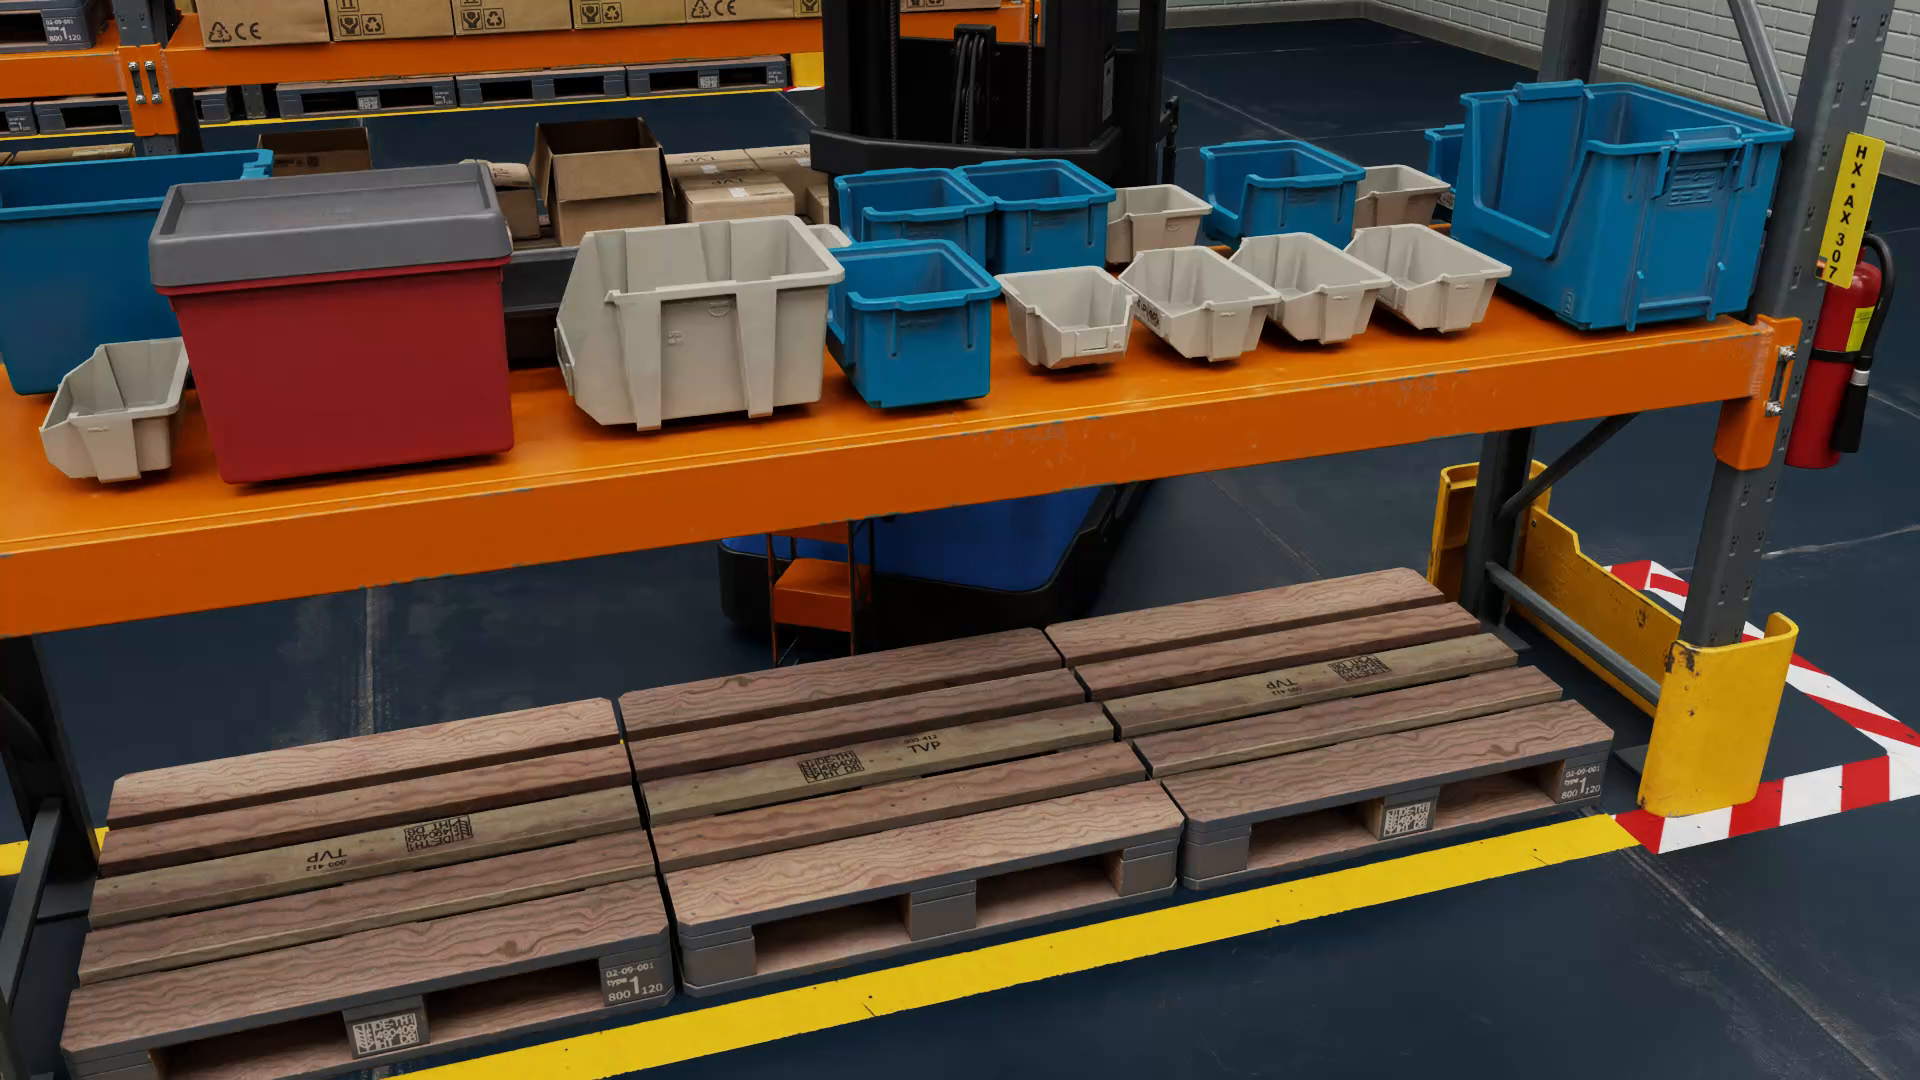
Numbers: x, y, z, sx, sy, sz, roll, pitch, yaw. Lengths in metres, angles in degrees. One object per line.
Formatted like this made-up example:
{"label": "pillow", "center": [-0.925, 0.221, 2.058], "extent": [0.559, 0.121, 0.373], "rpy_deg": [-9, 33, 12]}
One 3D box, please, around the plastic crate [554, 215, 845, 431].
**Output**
{"label": "plastic crate", "center": [-0.531, -0.434, 3.317], "extent": [0.530, 0.282, 0.437], "rpy_deg": [-8, 28, -16]}

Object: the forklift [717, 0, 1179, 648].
{"label": "forklift", "center": [0.189, -1.580, 5.637], "extent": [1.130, 2.935, 3.031], "rpy_deg": [8, 27, 16]}

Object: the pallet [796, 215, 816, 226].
{"label": "pallet", "center": [-0.597, -1.604, 8.743], "extent": [1.213, 0.211, 1.003], "rpy_deg": [-8, 28, -16]}

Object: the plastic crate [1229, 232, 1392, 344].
{"label": "plastic crate", "center": [0.764, -0.565, 3.743], "extent": [0.243, 0.136, 0.396], "rpy_deg": [-8, 28, -16]}

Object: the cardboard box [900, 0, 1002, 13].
{"label": "cardboard box", "center": [-0.109, -2.841, 7.988], "extent": [0.500, 0.500, 0.500], "rpy_deg": [-7, 27, -15]}

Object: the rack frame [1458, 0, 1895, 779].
{"label": "rack frame", "center": [1.763, -0.879, 4.147], "extent": [0.127, 3.000, 1.000], "rpy_deg": [-8, 28, -16]}

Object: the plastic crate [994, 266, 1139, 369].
{"label": "plastic crate", "center": [0.231, -0.467, 3.547], "extent": [0.250, 0.136, 0.298], "rpy_deg": [-8, 28, -16]}

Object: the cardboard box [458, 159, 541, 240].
{"label": "cardboard box", "center": [-2.403, -1.717, 8.364], "extent": [0.500, 0.311, 0.500], "rpy_deg": [-8, 28, -16]}

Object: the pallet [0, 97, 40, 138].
{"label": "pallet", "center": [-6.980, -2.960, 11.475], "extent": [1.213, 0.211, 1.003], "rpy_deg": [-8, 28, -16]}

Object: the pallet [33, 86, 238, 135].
{"label": "pallet", "center": [-5.818, -3.130, 11.816], "extent": [1.213, 0.211, 1.003], "rpy_deg": [-8, 28, -16]}

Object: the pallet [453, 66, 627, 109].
{"label": "pallet", "center": [-3.199, -3.509, 12.581], "extent": [1.213, 0.211, 1.003], "rpy_deg": [-8, 28, -16]}

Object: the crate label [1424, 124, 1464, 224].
{"label": "crate label", "center": [1.427, -0.936, 4.382], "extent": [0.303, 0.233, 0.416], "rpy_deg": [-8, 28, -16]}

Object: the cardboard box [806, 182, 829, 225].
{"label": "cardboard box", "center": [-0.621, -1.705, 8.502], "extent": [0.250, 0.166, 0.380], "rpy_deg": [-8, 28, -16]}

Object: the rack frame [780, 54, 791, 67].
{"label": "rack frame", "center": [-1.305, -5.067, 12.584], "extent": [0.127, 3.000, 1.000], "rpy_deg": [-8, 28, -16]}

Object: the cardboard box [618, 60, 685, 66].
{"label": "cardboard box", "center": [-2.415, -3.928, 12.628], "extent": [0.500, 0.500, 0.700], "rpy_deg": [-8, 28, -16]}

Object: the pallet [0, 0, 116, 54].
{"label": "pallet", "center": [-4.364, -2.273, 7.171], "extent": [1.213, 0.211, 1.003], "rpy_deg": [-8, 28, -16]}

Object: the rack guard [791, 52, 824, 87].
{"label": "rack guard", "center": [-1.282, -3.951, 13.146], "extent": [0.348, 0.500, 1.175], "rpy_deg": [-8, 28, -16]}

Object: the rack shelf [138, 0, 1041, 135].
{"label": "rack shelf", "center": [-1.669, -2.376, 7.971], "extent": [4.000, 0.370, 1.077], "rpy_deg": [-8, 28, -16]}

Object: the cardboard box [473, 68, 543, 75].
{"label": "cardboard box", "center": [-3.398, -3.782, 12.334], "extent": [0.500, 0.500, 0.700], "rpy_deg": [-8, 27, -15]}

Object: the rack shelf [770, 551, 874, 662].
{"label": "rack shelf", "center": [-0.393, 0.205, 4.806], "extent": [0.240, 0.259, 0.215], "rpy_deg": [7, 27, 14]}

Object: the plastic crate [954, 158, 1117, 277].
{"label": "plastic crate", "center": [0.175, -0.754, 4.017], "extent": [0.300, 0.233, 0.416], "rpy_deg": [-8, 28, -16]}

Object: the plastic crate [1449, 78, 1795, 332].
{"label": "plastic crate", "center": [1.503, -0.796, 3.873], "extent": [0.499, 0.435, 0.616], "rpy_deg": [-8, 28, -16]}

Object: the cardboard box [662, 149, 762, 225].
{"label": "cardboard box", "center": [-1.323, -1.846, 8.693], "extent": [0.500, 0.250, 0.500], "rpy_deg": [-8, 28, -16]}

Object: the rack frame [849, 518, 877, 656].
{"label": "rack frame", "center": [-0.275, -0.040, 4.649], "extent": [0.008, 1.050, 0.200], "rpy_deg": [7, 27, 14]}

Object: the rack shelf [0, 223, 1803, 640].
{"label": "rack shelf", "center": [-0.138, -0.281, 3.752], "extent": [4.000, 0.370, 1.077], "rpy_deg": [-8, 28, -16]}

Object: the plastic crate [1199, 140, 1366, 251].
{"label": "plastic crate", "center": [0.801, -0.845, 4.200], "extent": [0.300, 0.233, 0.416], "rpy_deg": [-8, 28, -16]}

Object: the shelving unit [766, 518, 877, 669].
{"label": "shelving unit", "center": [-0.393, -0.054, 4.678], "extent": [0.252, 1.050, 0.215], "rpy_deg": [7, 27, 14]}

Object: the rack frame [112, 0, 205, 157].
{"label": "rack frame", "center": [-3.570, -2.423, 7.257], "extent": [0.127, 3.000, 1.000], "rpy_deg": [-8, 28, -16]}

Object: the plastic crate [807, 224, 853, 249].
{"label": "plastic crate", "center": [-0.477, -0.603, 3.821], "extent": [0.466, 0.136, 0.293], "rpy_deg": [-8, 28, -16]}

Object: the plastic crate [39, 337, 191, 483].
{"label": "plastic crate", "center": [-1.553, -0.240, 3.090], "extent": [0.243, 0.136, 0.396], "rpy_deg": [-8, 28, -16]}

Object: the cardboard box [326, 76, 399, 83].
{"label": "cardboard box", "center": [-4.365, -3.645, 12.057], "extent": [0.500, 0.500, 0.700], "rpy_deg": [-8, 27, -15]}

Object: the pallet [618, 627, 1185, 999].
{"label": "pallet", "center": [-0.191, 0.634, 4.236], "extent": [1.213, 0.211, 1.003], "rpy_deg": [-8, 28, -16]}

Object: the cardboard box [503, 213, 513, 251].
{"label": "cardboard box", "center": [-2.285, -1.440, 7.969], "extent": [0.250, 0.166, 0.380], "rpy_deg": [-8, 28, -16]}

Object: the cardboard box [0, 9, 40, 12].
{"label": "cardboard box", "center": [-6.530, -3.474, 11.319], "extent": [0.750, 0.750, 0.750], "rpy_deg": [-7, 27, -15]}

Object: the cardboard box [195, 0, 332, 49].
{"label": "cardboard box", "center": [-3.001, -2.422, 7.144], "extent": [0.500, 0.500, 0.500], "rpy_deg": [-8, 27, -15]}

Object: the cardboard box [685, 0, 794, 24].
{"label": "cardboard box", "center": [-1.077, -2.702, 7.707], "extent": [0.500, 0.500, 0.500], "rpy_deg": [-8, 28, -16]}

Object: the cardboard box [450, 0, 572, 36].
{"label": "cardboard box", "center": [-2.039, -2.562, 7.425], "extent": [0.500, 0.500, 0.500], "rpy_deg": [-8, 28, -16]}

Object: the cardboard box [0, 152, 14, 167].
{"label": "cardboard box", "center": [-4.609, -1.458, 7.631], "extent": [0.500, 0.500, 0.500], "rpy_deg": [-8, 27, -15]}
